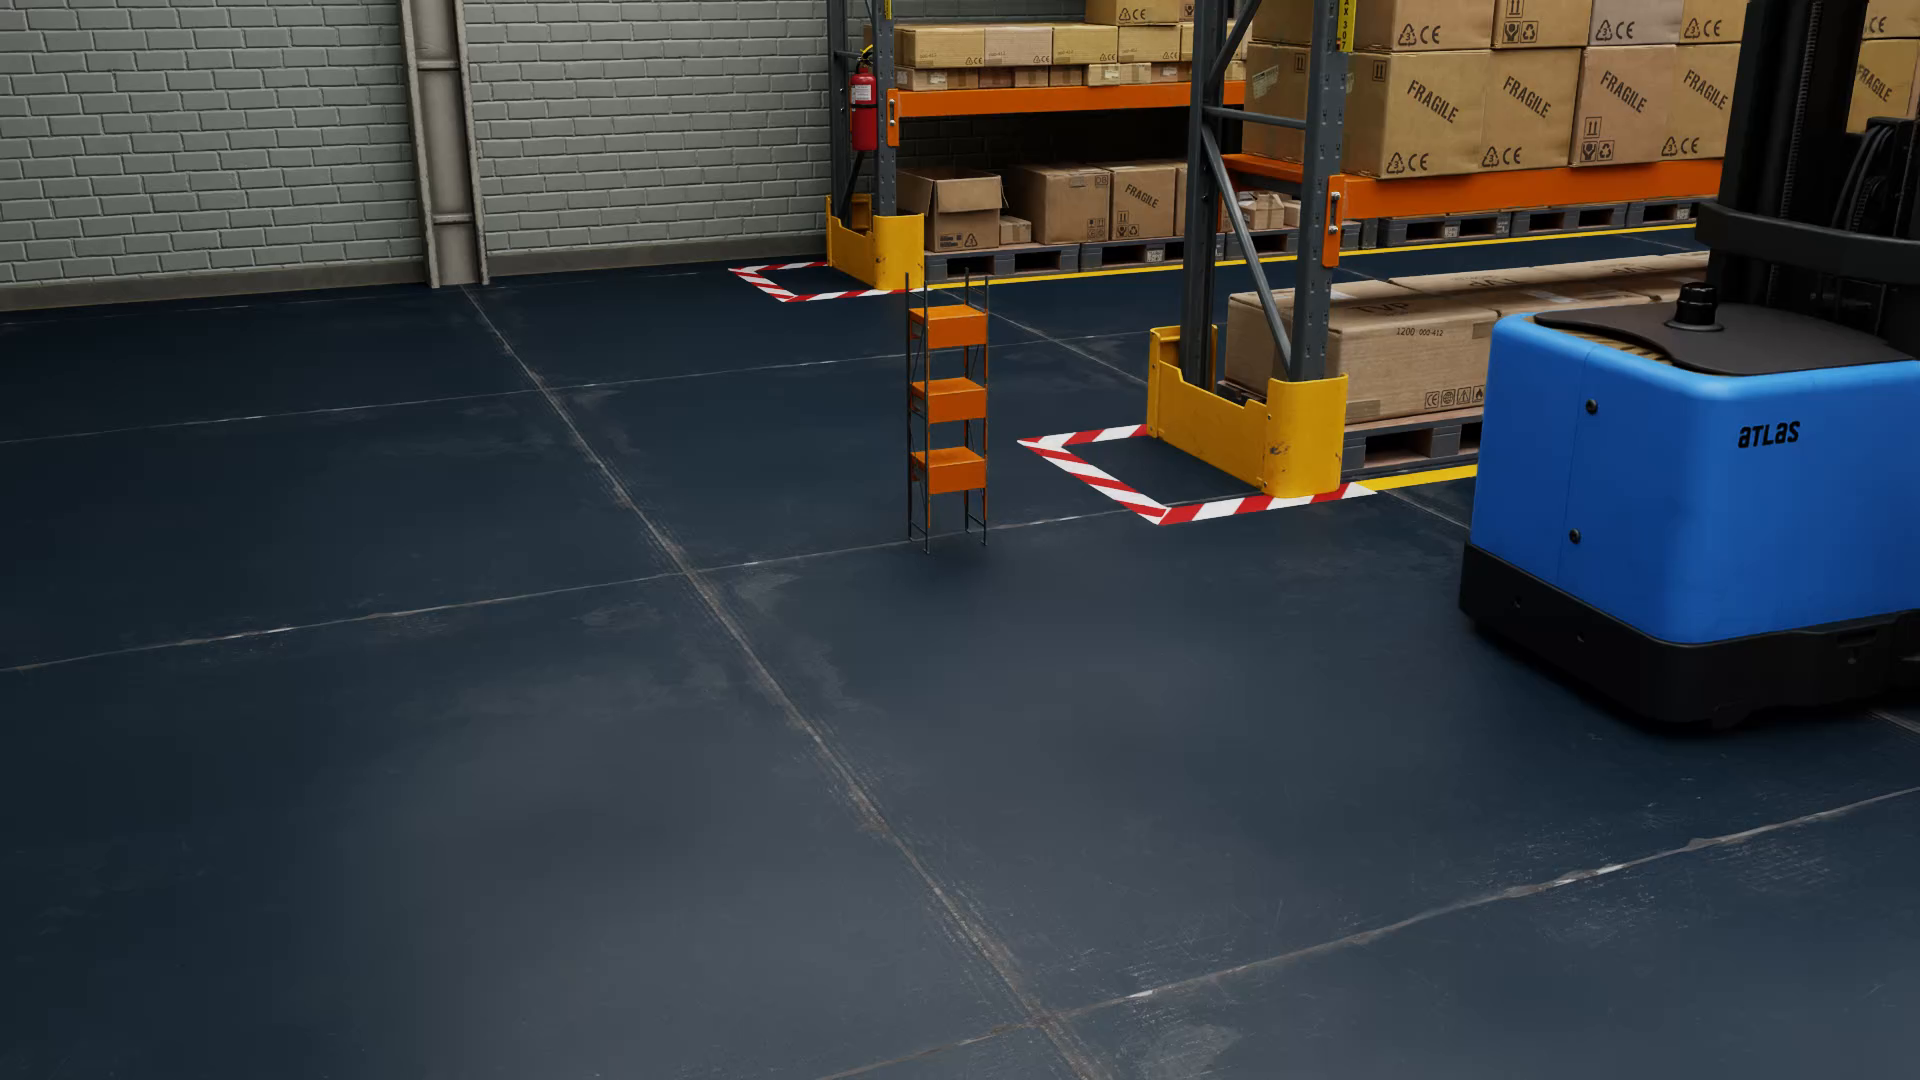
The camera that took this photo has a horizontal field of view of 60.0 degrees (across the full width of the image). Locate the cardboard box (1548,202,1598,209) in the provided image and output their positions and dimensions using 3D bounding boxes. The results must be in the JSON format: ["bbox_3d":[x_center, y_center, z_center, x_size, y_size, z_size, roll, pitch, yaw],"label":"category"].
[{"bbox_3d":[4.945,-3.043,13.779,0.500,0.500,0.500,-9,21,-24],"label":"cardboard box"}]

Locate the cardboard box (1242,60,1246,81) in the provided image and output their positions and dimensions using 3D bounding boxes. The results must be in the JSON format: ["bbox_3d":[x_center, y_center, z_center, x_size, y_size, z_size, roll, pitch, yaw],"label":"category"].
[{"bbox_3d":[2.085,-3.479,12.265,0.250,0.149,0.380,-8,21,-21],"label":"cardboard box"}]

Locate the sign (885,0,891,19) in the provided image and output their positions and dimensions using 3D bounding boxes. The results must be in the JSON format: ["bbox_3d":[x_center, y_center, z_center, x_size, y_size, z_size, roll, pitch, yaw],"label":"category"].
[{"bbox_3d":[-0.469,-3.542,10.762,0.005,0.325,0.100,-8,21,-22],"label":"sign"}]

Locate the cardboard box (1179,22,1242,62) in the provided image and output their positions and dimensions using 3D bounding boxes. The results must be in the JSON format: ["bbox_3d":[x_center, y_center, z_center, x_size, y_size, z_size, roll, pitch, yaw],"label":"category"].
[{"bbox_3d":[1.700,-3.621,12.069,0.500,0.250,0.500,-8,21,-22],"label":"cardboard box"}]

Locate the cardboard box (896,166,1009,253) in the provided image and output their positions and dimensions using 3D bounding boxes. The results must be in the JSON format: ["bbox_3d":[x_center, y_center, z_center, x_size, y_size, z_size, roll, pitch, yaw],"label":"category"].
[{"bbox_3d":[-0.085,-2.371,11.867,0.637,0.503,0.797,-9,21,-24],"label":"cardboard box"}]

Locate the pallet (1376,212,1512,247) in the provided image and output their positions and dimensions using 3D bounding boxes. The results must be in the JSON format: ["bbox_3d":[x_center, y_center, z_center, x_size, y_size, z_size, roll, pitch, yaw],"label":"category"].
[{"bbox_3d":[3.720,-2.628,13.670,1.213,0.211,1.003,-8,21,-22],"label":"pallet"}]

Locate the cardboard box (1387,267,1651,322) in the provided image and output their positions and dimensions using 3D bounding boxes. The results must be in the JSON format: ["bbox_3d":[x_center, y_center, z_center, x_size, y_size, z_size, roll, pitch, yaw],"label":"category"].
[{"bbox_3d":[2.689,-1.016,8.116,0.875,0.438,0.875,-8,21,-20],"label":"cardboard box"}]

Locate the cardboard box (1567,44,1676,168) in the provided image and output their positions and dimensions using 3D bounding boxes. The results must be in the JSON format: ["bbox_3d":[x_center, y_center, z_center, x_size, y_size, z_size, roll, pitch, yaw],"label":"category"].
[{"bbox_3d":[2.767,-1.945,7.379,0.500,0.500,0.500,-8,21,-22],"label":"cardboard box"}]

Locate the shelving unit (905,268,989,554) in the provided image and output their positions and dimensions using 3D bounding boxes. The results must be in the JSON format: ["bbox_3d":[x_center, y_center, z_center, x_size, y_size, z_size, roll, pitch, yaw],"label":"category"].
[{"bbox_3d":[-0.049,-0.488,6.328,0.252,1.050,0.215,-8,21,-22],"label":"shelving unit"}]

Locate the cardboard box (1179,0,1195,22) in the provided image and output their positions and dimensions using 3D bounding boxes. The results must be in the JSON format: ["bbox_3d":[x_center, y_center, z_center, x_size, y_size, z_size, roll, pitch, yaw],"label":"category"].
[{"bbox_3d":[1.516,-4.134,12.395,0.500,0.500,0.500,-9,21,-23],"label":"cardboard box"}]

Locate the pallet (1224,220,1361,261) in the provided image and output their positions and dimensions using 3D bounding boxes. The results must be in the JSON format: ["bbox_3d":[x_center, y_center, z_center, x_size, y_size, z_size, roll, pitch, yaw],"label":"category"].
[{"bbox_3d":[2.357,-2.420,13.077,1.213,0.211,1.003,-8,21,-22],"label":"pallet"}]

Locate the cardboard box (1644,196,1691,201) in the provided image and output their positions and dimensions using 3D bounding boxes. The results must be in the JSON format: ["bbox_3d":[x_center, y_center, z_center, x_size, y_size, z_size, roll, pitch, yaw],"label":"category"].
[{"bbox_3d":[5.894,-3.187,14.188,0.500,0.500,0.500,-8,21,-23],"label":"cardboard box"}]

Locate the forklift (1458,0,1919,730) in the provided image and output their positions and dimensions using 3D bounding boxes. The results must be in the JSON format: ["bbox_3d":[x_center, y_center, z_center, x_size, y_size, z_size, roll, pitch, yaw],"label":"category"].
[{"bbox_3d":[3.268,-1.109,5.257,3.031,2.935,1.130,-7,20,-18],"label":"forklift"}]

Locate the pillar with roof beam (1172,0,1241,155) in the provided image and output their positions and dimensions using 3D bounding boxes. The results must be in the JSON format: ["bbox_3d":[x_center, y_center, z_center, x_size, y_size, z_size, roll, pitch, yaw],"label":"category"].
[{"bbox_3d":[3.697,-5.525,8.665,0.400,9.000,9.100,-8,21,-22],"label":"pillar with roof beam"}]

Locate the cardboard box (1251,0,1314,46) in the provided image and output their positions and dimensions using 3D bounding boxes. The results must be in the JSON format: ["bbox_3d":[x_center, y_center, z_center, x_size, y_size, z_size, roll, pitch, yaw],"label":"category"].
[{"bbox_3d":[1.634,-2.441,7.281,0.500,0.500,0.500,-7,21,-20],"label":"cardboard box"}]

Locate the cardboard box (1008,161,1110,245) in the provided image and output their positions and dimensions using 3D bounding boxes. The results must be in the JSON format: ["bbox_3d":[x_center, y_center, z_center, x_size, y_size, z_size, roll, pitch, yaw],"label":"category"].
[{"bbox_3d":[0.715,-2.470,12.153,0.500,0.500,0.700,-7,21,-20],"label":"cardboard box"}]

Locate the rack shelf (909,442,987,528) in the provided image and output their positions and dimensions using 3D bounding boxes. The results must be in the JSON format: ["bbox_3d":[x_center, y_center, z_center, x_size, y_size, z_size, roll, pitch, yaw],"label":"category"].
[{"bbox_3d":[-0.049,-0.216,6.423,0.240,0.259,0.215,-8,21,-22],"label":"rack shelf"}]

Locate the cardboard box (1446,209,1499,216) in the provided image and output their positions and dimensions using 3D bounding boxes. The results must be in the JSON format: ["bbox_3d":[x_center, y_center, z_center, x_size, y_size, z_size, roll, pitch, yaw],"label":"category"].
[{"bbox_3d":[4.007,-2.912,13.408,0.500,0.500,0.500,-8,21,-23],"label":"cardboard box"}]

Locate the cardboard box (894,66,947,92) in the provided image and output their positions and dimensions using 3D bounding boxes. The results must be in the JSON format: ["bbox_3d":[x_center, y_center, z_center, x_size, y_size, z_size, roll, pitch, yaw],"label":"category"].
[{"bbox_3d":[-0.274,-3.140,11.302,0.250,0.149,0.380,-8,21,-22],"label":"cardboard box"}]

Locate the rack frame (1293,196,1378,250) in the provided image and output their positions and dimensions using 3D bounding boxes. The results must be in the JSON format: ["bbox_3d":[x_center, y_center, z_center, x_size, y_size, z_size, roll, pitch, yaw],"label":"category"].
[{"bbox_3d":[2.988,-3.825,12.870,0.127,3.000,1.000,-8,21,-22],"label":"rack frame"}]

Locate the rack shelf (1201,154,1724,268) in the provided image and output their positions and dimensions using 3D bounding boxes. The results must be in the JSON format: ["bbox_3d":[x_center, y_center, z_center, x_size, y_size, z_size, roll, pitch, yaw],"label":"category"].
[{"bbox_3d":[3.122,-1.710,7.944,4.000,0.370,1.077,-8,21,-22],"label":"rack shelf"}]

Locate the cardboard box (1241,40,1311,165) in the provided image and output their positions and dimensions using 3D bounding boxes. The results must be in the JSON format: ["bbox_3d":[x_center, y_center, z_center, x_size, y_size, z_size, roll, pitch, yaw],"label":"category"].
[{"bbox_3d":[1.623,-1.977,7.470,0.500,0.500,0.500,-8,21,-22],"label":"cardboard box"}]

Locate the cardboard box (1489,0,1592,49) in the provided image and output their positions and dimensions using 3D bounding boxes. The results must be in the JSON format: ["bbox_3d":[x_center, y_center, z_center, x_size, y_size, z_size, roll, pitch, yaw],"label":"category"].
[{"bbox_3d":[2.310,-2.351,7.027,0.500,0.500,0.500,-9,21,-23],"label":"cardboard box"}]

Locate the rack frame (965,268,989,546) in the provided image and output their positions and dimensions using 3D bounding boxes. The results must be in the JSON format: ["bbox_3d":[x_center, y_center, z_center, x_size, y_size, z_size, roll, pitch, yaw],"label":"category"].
[{"bbox_3d":[0.063,-0.504,6.373,0.008,1.050,0.200,-8,21,-22],"label":"rack frame"}]

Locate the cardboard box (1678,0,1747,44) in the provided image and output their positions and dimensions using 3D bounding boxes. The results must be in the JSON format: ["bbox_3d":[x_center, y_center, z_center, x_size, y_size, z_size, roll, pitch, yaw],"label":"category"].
[{"bbox_3d":[3.238,-2.487,7.413,0.500,0.500,0.500,-8,21,-22],"label":"cardboard box"}]

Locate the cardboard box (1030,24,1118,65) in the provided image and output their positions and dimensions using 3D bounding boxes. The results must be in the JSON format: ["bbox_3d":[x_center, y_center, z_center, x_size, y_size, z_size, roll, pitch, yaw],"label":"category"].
[{"bbox_3d":[0.766,-3.480,11.668,0.500,0.250,0.500,-9,21,-23],"label":"cardboard box"}]

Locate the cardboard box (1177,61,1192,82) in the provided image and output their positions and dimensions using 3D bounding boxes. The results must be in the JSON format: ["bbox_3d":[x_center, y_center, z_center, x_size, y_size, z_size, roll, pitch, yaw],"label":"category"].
[{"bbox_3d":[1.580,-3.437,12.146,0.250,0.149,0.380,-8,21,-21],"label":"cardboard box"}]

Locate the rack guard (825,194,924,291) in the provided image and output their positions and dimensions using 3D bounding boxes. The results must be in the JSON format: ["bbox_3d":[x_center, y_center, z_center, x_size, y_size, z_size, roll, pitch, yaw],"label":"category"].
[{"bbox_3d":[-0.615,-2.130,11.819,0.348,0.500,1.175,-8,21,-22],"label":"rack guard"}]

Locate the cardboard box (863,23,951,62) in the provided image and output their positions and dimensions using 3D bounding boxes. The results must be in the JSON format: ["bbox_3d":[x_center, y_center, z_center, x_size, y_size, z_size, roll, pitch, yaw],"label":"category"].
[{"bbox_3d":[-0.367,-3.510,11.752,0.500,0.250,0.500,-8,21,-20],"label":"cardboard box"}]

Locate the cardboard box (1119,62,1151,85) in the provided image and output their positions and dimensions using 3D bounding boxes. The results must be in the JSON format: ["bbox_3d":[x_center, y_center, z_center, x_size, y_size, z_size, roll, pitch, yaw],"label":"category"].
[{"bbox_3d":[1.162,-3.335,11.856,0.250,0.149,0.380,-8,21,-21],"label":"cardboard box"}]

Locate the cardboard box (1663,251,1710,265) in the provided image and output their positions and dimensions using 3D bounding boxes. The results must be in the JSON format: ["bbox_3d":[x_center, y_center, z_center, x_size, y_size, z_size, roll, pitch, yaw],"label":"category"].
[{"bbox_3d":[4.339,-1.252,8.786,0.875,0.438,0.875,-8,21,-23],"label":"cardboard box"}]

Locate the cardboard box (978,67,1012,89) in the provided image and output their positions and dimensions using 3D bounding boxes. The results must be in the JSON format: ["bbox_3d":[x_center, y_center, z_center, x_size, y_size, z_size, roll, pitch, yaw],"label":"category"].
[{"bbox_3d":[0.169,-3.233,11.566,0.250,0.149,0.380,-8,21,-23],"label":"cardboard box"}]

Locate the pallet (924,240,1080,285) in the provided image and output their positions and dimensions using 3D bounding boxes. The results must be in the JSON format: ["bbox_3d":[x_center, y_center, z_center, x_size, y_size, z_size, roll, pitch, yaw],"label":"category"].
[{"bbox_3d":[0.117,-2.099,12.166,1.213,0.211,1.003,-8,21,-22],"label":"pallet"}]

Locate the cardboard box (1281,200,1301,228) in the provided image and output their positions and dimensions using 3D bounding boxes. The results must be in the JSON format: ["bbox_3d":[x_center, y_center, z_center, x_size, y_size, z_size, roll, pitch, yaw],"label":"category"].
[{"bbox_3d":[2.593,-2.516,12.811,0.250,0.149,0.380,-9,21,-24],"label":"cardboard box"}]

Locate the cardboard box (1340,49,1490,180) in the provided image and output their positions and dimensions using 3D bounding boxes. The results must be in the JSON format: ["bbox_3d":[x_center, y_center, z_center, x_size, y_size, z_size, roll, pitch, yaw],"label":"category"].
[{"bbox_3d":[1.840,-1.809,6.992,0.500,0.500,0.500,-8,21,-22],"label":"cardboard box"}]

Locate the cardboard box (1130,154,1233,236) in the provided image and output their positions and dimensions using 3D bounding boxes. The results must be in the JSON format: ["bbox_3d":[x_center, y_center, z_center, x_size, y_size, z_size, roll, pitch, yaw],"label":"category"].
[{"bbox_3d":[1.668,-2.607,12.541,0.500,0.500,0.700,-9,21,-24],"label":"cardboard box"}]

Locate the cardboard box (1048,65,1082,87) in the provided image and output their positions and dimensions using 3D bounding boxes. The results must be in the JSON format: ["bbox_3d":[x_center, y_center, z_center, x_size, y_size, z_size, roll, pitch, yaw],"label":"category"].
[{"bbox_3d":[0.667,-3.284,11.711,0.250,0.149,0.380,-8,21,-21],"label":"cardboard box"}]

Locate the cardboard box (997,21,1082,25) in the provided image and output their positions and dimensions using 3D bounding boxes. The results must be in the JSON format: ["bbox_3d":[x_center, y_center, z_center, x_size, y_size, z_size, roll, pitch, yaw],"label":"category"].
[{"bbox_3d":[0.563,-3.641,12.125,0.500,0.250,0.500,-7,21,-20],"label":"cardboard box"}]

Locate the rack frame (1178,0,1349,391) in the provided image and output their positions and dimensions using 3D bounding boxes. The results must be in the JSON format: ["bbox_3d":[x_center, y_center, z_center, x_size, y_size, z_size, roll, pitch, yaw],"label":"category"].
[{"bbox_3d":[1.285,-1.786,7.078,0.127,3.000,1.000,-8,21,-22],"label":"rack frame"}]

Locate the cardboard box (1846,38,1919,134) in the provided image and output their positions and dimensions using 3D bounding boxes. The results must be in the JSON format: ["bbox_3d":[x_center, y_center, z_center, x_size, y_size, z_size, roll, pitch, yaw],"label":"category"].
[{"bbox_3d":[4.163,-2.151,7.964,0.500,0.500,0.500,-9,21,-23],"label":"cardboard box"}]

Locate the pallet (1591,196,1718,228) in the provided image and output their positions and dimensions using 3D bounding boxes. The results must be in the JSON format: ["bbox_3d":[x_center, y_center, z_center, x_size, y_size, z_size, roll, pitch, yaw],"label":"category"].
[{"bbox_3d":[5.961,-2.949,14.581,1.213,0.211,1.003,-8,21,-22],"label":"pallet"}]

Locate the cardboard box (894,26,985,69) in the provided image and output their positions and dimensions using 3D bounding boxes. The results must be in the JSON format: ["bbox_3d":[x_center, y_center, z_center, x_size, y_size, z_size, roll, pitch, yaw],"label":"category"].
[{"bbox_3d":[-0.161,-3.346,11.287,0.500,0.250,0.500,-8,21,-22],"label":"cardboard box"}]
